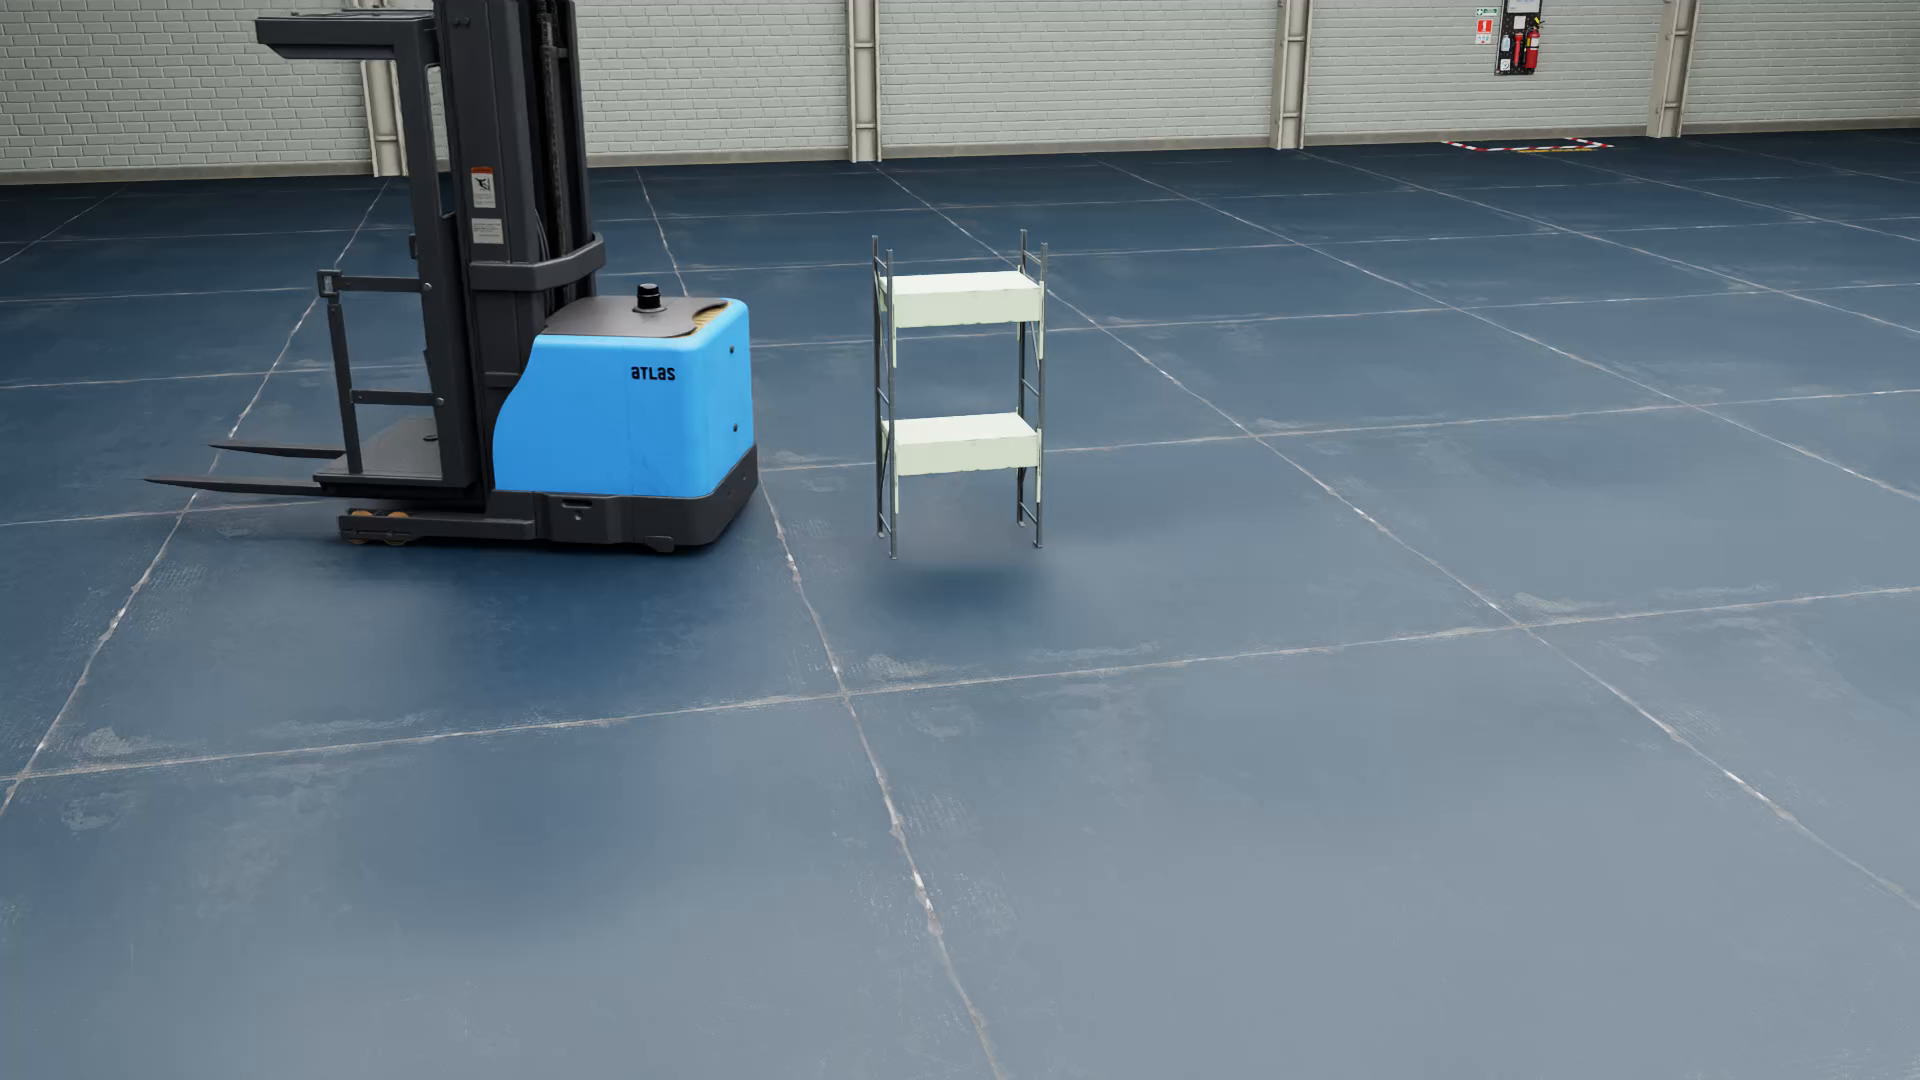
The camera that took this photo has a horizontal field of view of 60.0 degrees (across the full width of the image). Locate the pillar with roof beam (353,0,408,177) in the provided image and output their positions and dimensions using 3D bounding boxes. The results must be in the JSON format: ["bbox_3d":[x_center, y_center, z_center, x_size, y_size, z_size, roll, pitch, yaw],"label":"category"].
[{"bbox_3d":[-6.110,-7.346,15.286,0.400,9.000,9.100,-5,21,-12],"label":"pillar with roof beam"}]

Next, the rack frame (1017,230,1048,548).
[{"bbox_3d":[0.350,-0.733,8.134,0.023,1.500,0.400,-5,21,-12],"label":"rack frame"}]

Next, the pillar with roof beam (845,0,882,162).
[{"bbox_3d":[-0.271,-7.821,16.583,0.400,9.000,9.100,-5,21,-12],"label":"pillar with roof beam"}]

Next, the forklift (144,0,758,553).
[{"bbox_3d":[-2.638,-1.523,8.211,3.031,2.935,1.130,3,20,7],"label":"forklift"}]

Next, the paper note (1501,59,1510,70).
[{"bbox_3d":[7.815,-6.808,23.818,0.142,0.148,0.016,-5,21,-12],"label":"paper note"}]

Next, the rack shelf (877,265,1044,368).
[{"bbox_3d":[-0.006,-1.070,7.921,0.720,0.370,0.431,-5,21,-12],"label":"rack shelf"}]

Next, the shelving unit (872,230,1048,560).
[{"bbox_3d":[-0.006,-0.704,8.055,0.755,1.500,0.431,-5,21,-12],"label":"shelving unit"}]

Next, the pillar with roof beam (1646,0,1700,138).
[{"bbox_3d":[11.407,-8.771,19.175,0.400,9.000,9.100,-5,21,-12],"label":"pillar with roof beam"}]

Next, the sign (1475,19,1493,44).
[{"bbox_3d":[7.441,-7.220,23.611,0.234,0.329,0.001,-5,21,-12],"label":"sign"}]

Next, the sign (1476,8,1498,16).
[{"bbox_3d":[7.448,-7.466,23.512,0.331,0.109,0.001,-5,21,-12],"label":"sign"}]

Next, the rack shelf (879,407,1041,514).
[{"bbox_3d":[-0.006,-0.398,8.167,0.720,0.370,0.431,-5,21,-12],"label":"rack shelf"}]

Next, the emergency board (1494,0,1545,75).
[{"bbox_3d":[8.003,-7.212,23.642,0.643,1.169,0.194,-5,21,-12],"label":"emergency board"}]

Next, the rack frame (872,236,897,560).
[{"bbox_3d":[-0.363,-0.675,7.976,0.023,1.500,0.400,-5,21,-12],"label":"rack frame"}]

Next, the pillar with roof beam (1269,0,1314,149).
[{"bbox_3d":[5.568,-8.296,17.879,0.400,9.000,9.100,-5,21,-12],"label":"pillar with roof beam"}]
